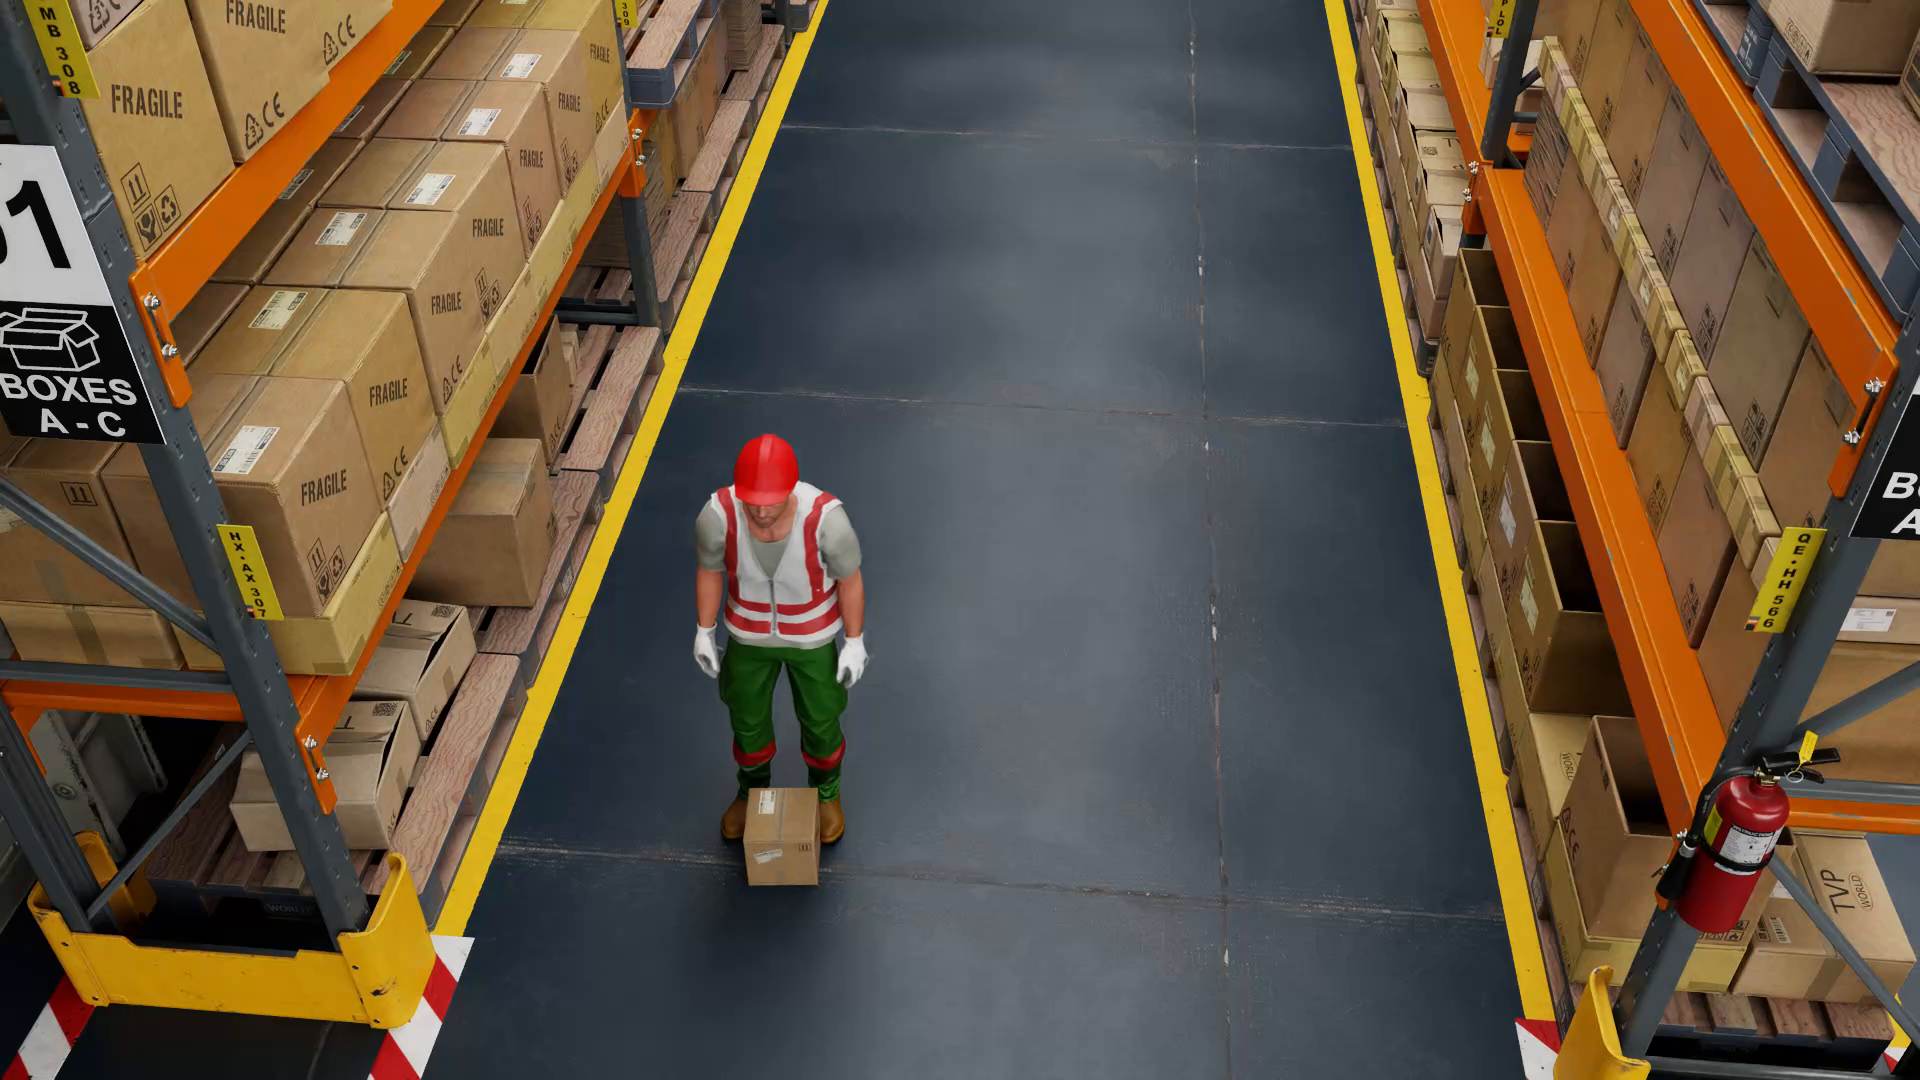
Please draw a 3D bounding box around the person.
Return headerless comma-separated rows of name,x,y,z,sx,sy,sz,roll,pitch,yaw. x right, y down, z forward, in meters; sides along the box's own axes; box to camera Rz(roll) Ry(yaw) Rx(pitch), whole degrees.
person,-0.618,0.344,5.729,0.608,1.780,0.448,3,40,4
